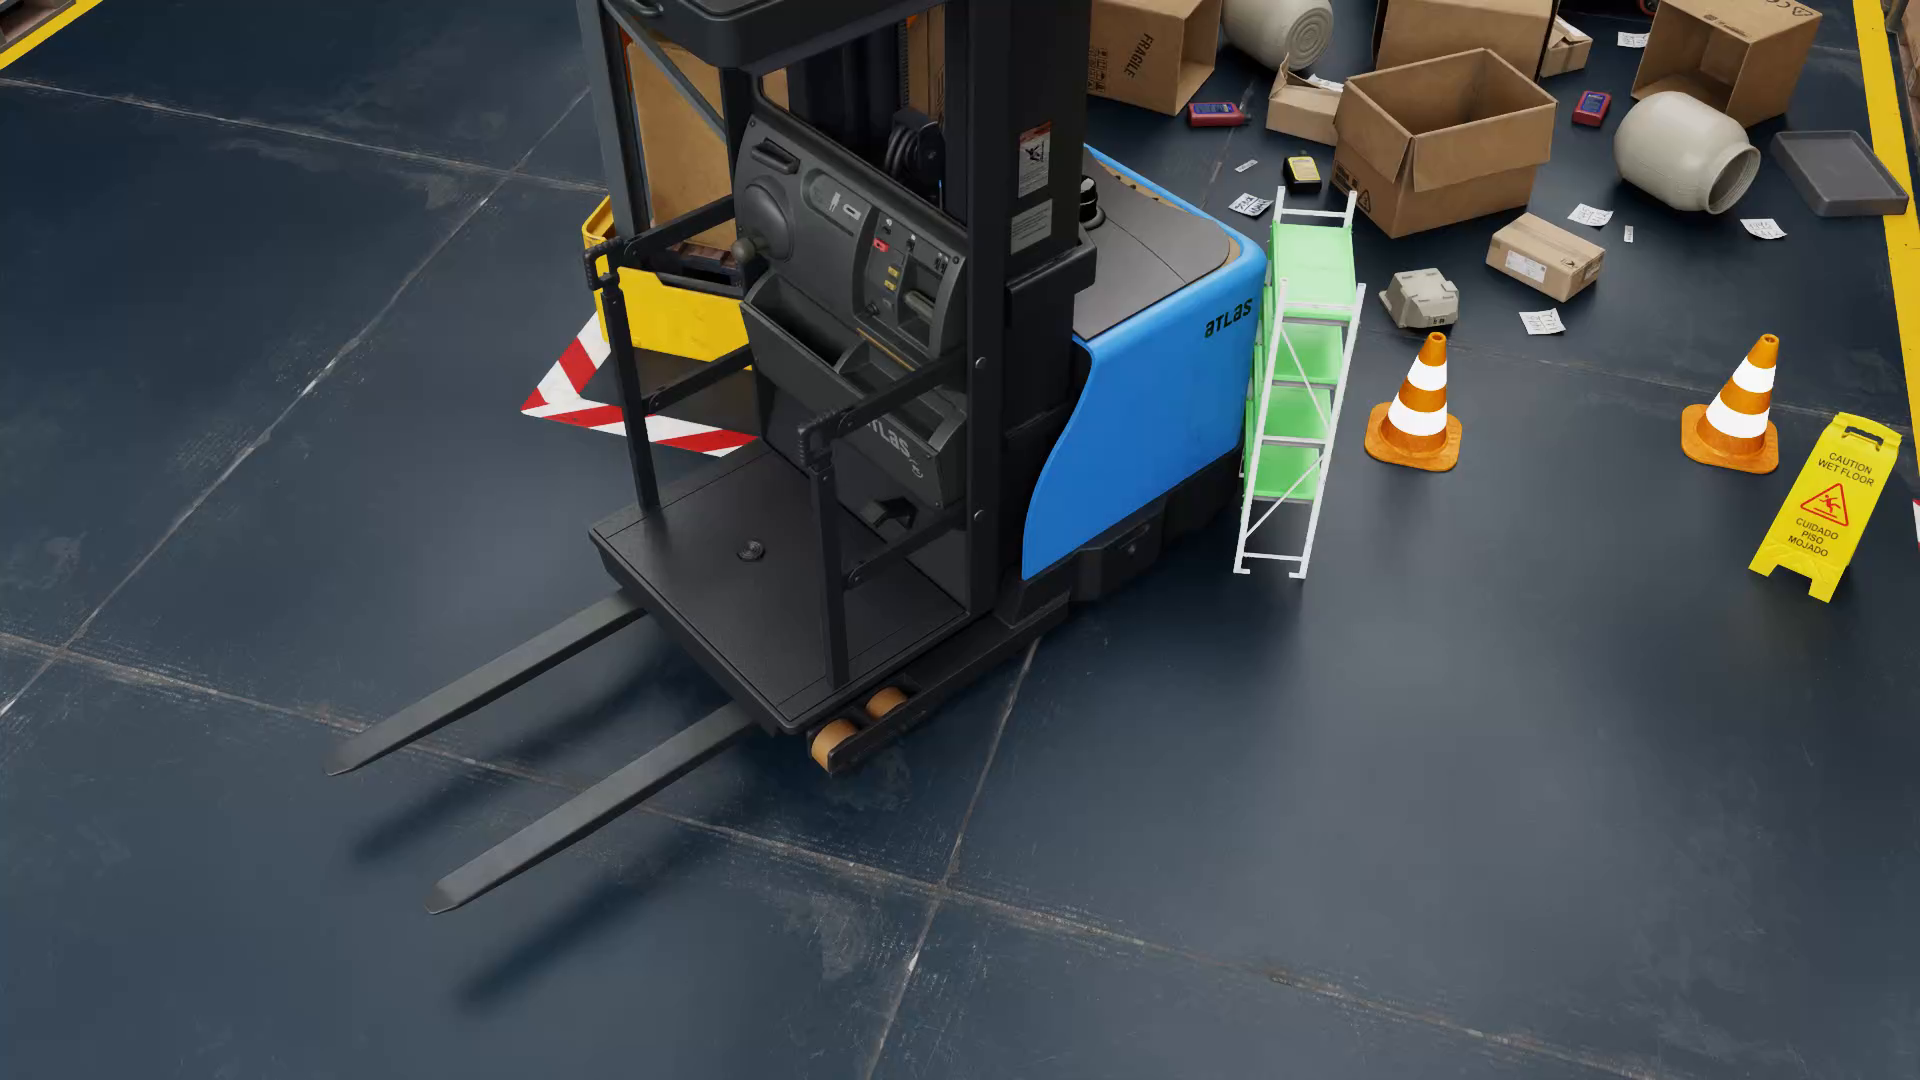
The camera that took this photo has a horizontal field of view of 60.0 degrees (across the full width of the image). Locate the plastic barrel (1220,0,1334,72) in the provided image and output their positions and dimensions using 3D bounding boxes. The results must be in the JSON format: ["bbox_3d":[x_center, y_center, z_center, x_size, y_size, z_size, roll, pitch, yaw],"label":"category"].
[{"bbox_3d":[1.513,-2.527,8.030,0.421,0.421,0.512,-24,49,-22],"label":"plastic barrel"}]

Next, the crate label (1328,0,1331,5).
[{"bbox_3d":[1.719,-2.721,8.433,0.298,0.136,0.250,-16,47,-16],"label":"crate label"}]

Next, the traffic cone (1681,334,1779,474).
[{"bbox_3d":[2.832,-0.535,5.966,0.336,0.463,0.334,13,46,13],"label":"traffic cone"}]

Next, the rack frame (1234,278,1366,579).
[{"bbox_3d":[1.048,-0.314,5.213,0.240,1.200,0.015,5,45,5],"label":"rack frame"}]

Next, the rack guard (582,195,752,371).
[{"bbox_3d":[-0.824,-0.953,6.367,1.175,0.500,0.348,13,46,13],"label":"rack guard"}]

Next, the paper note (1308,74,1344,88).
[{"bbox_3d":[1.727,-2.172,7.954,0.172,0.023,0.155,28,51,26],"label":"paper note"}]

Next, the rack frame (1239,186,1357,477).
[{"bbox_3d":[1.105,-0.653,5.559,0.240,1.200,0.015,5,45,5],"label":"rack frame"}]

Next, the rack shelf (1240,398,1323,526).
[{"bbox_3d":[1.076,-0.266,5.598,0.258,0.148,0.480,5,45,5],"label":"rack shelf"}]

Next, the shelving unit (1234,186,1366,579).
[{"bbox_3d":[1.076,-0.483,5.386,0.258,1.200,0.503,5,45,5],"label":"shelving unit"}]

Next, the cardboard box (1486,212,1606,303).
[{"bbox_3d":[2.403,-1.164,6.833,0.250,0.149,0.380,-33,53,-29],"label":"cardboard box"}]

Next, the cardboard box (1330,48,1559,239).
[{"bbox_3d":[2.051,-1.697,7.124,0.797,0.503,0.637,-16,47,-16],"label":"cardboard box"}]

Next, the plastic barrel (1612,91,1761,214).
[{"bbox_3d":[3.114,-1.658,7.142,0.421,0.421,0.512,-24,49,-22],"label":"plastic barrel"}]

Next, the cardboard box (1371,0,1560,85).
[{"bbox_3d":[2.326,-2.370,7.715,0.797,0.637,0.503,13,46,13],"label":"cardboard box"}]

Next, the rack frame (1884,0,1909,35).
[{"bbox_3d":[5.143,-3.548,7.231,1.000,3.000,0.127,13,46,13],"label":"rack frame"}]

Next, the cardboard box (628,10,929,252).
[{"bbox_3d":[-0.674,-1.720,6.581,0.875,0.875,0.875,13,46,13],"label":"cardboard box"}]

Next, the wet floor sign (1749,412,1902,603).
[{"bbox_3d":[2.854,-0.140,5.432,0.267,0.644,0.232,28,51,26],"label":"wet floor sign"}]

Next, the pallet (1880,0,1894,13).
[{"bbox_3d":[5.377,-3.071,8.737,1.003,0.211,1.213,13,46,13],"label":"pallet"}]

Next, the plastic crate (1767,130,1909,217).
[{"bbox_3d":[3.886,-1.632,7.360,0.402,0.080,0.583,-2,44,-2],"label":"plastic crate"}]

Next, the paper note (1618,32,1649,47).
[{"bbox_3d":[3.356,-2.495,8.278,0.148,0.019,0.142,13,46,13],"label":"paper note"}]

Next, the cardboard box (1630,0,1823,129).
[{"bbox_3d":[3.522,-2.229,7.669,0.500,0.500,0.500,-24,49,-22],"label":"cardboard box"}]

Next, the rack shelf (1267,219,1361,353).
[{"bbox_3d":[1.076,-0.781,5.095,0.258,0.148,0.480,5,45,5],"label":"rack shelf"}]

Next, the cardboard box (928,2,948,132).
[{"bbox_3d":[-0.410,-2.306,7.181,0.875,0.875,0.875,12,46,12],"label":"cardboard box"}]

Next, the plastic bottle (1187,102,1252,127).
[{"bbox_3d":[1.206,-1.977,7.727,0.283,0.061,0.133,-2,44,-2],"label":"plastic bottle"}]

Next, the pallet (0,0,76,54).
[{"bbox_3d":[-5.210,-2.569,8.224,1.003,0.211,1.213,13,46,13],"label":"pallet"}]

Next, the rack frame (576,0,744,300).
[{"bbox_3d":[-0.817,-1.863,5.509,1.000,3.000,0.127,13,46,13],"label":"rack frame"}]

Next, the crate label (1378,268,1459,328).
[{"bbox_3d":[1.850,-0.964,6.637,0.250,0.136,0.298,-9,45,-9],"label":"crate label"}]

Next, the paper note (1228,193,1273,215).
[{"bbox_3d":[1.264,-1.459,7.220,0.144,0.017,0.142,28,51,26],"label":"paper note"}]

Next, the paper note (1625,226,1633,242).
[{"bbox_3d":[2.845,-1.302,7.074,0.032,0.001,0.123,13,46,13],"label":"paper note"}]

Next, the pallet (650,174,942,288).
[{"bbox_3d":[-0.649,-1.416,7.046,1.003,0.211,1.213,13,46,13],"label":"pallet"}]

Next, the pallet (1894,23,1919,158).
[{"bbox_3d":[4.973,-2.096,7.741,1.003,0.211,1.213,13,46,13],"label":"pallet"}]

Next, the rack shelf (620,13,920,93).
[{"bbox_3d":[-0.211,-2.939,7.123,1.077,0.370,4.000,13,46,13],"label":"rack shelf"}]

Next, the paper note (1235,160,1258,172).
[{"bbox_3d":[1.285,-1.678,7.458,0.123,0.001,0.032,-33,53,-29],"label":"paper note"}]

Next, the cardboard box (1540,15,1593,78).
[{"bbox_3d":[2.851,-2.482,8.097,0.258,0.266,0.396,-16,47,-16],"label":"cardboard box"}]

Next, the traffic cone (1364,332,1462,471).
[{"bbox_3d":[1.671,-0.543,5.974,0.336,0.463,0.334,13,46,13],"label":"traffic cone"}]

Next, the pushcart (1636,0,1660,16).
[{"bbox_3d":[2.955,-3.060,8.608,1.648,0.377,0.936,-2,44,-2],"label":"pushcart"}]

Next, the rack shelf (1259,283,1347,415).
[{"bbox_3d":[1.076,-0.609,5.263,0.258,0.148,0.480,5,45,5],"label":"rack shelf"}]

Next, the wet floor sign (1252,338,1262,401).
[{"bbox_3d":[1.062,-0.583,5.884,0.267,0.644,0.232,5,45,5],"label":"wet floor sign"}]

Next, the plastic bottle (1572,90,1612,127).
[{"bbox_3d":[2.965,-2.035,7.786,0.133,0.061,0.283,20,48,19],"label":"plastic bottle"}]

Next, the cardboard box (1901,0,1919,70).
[{"bbox_3d":[4.707,-2.379,7.702,0.500,0.250,0.500,11,45,11],"label":"cardboard box"}]

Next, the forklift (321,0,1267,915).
[{"bbox_3d":[-0.475,-0.761,4.432,3.031,2.935,1.130,-31,52,-28],"label":"forklift"}]

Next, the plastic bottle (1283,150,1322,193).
[{"bbox_3d":[1.513,-1.641,7.383,0.133,0.061,0.283,-2,44,-2],"label":"plastic bottle"}]

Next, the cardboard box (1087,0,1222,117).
[{"bbox_3d":[0.903,-2.384,7.828,0.500,0.500,0.500,20,48,19],"label":"cardboard box"}]

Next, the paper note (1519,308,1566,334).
[{"bbox_3d":[2.321,-0.872,6.620,0.148,0.019,0.142,-2,44,-2],"label":"paper note"}]

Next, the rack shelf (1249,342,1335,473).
[{"bbox_3d":[1.076,-0.438,5.431,0.258,0.148,0.480,5,45,5],"label":"rack shelf"}]

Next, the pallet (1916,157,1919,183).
[{"bbox_3d":[4.606,-1.280,6.907,1.003,0.211,1.213,13,46,13],"label":"pallet"}]

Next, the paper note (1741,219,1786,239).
[{"bbox_3d":[3.429,-1.334,7.092,0.142,0.019,0.148,-2,44,-2],"label":"paper note"}]

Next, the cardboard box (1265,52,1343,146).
[{"bbox_3d":[1.629,-2.016,7.620,0.396,0.266,0.258,20,48,19],"label":"cardboard box"}]

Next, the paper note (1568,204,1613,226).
[{"bbox_3d":[2.721,-1.403,7.170,0.148,0.019,0.142,28,51,26],"label":"paper note"}]
